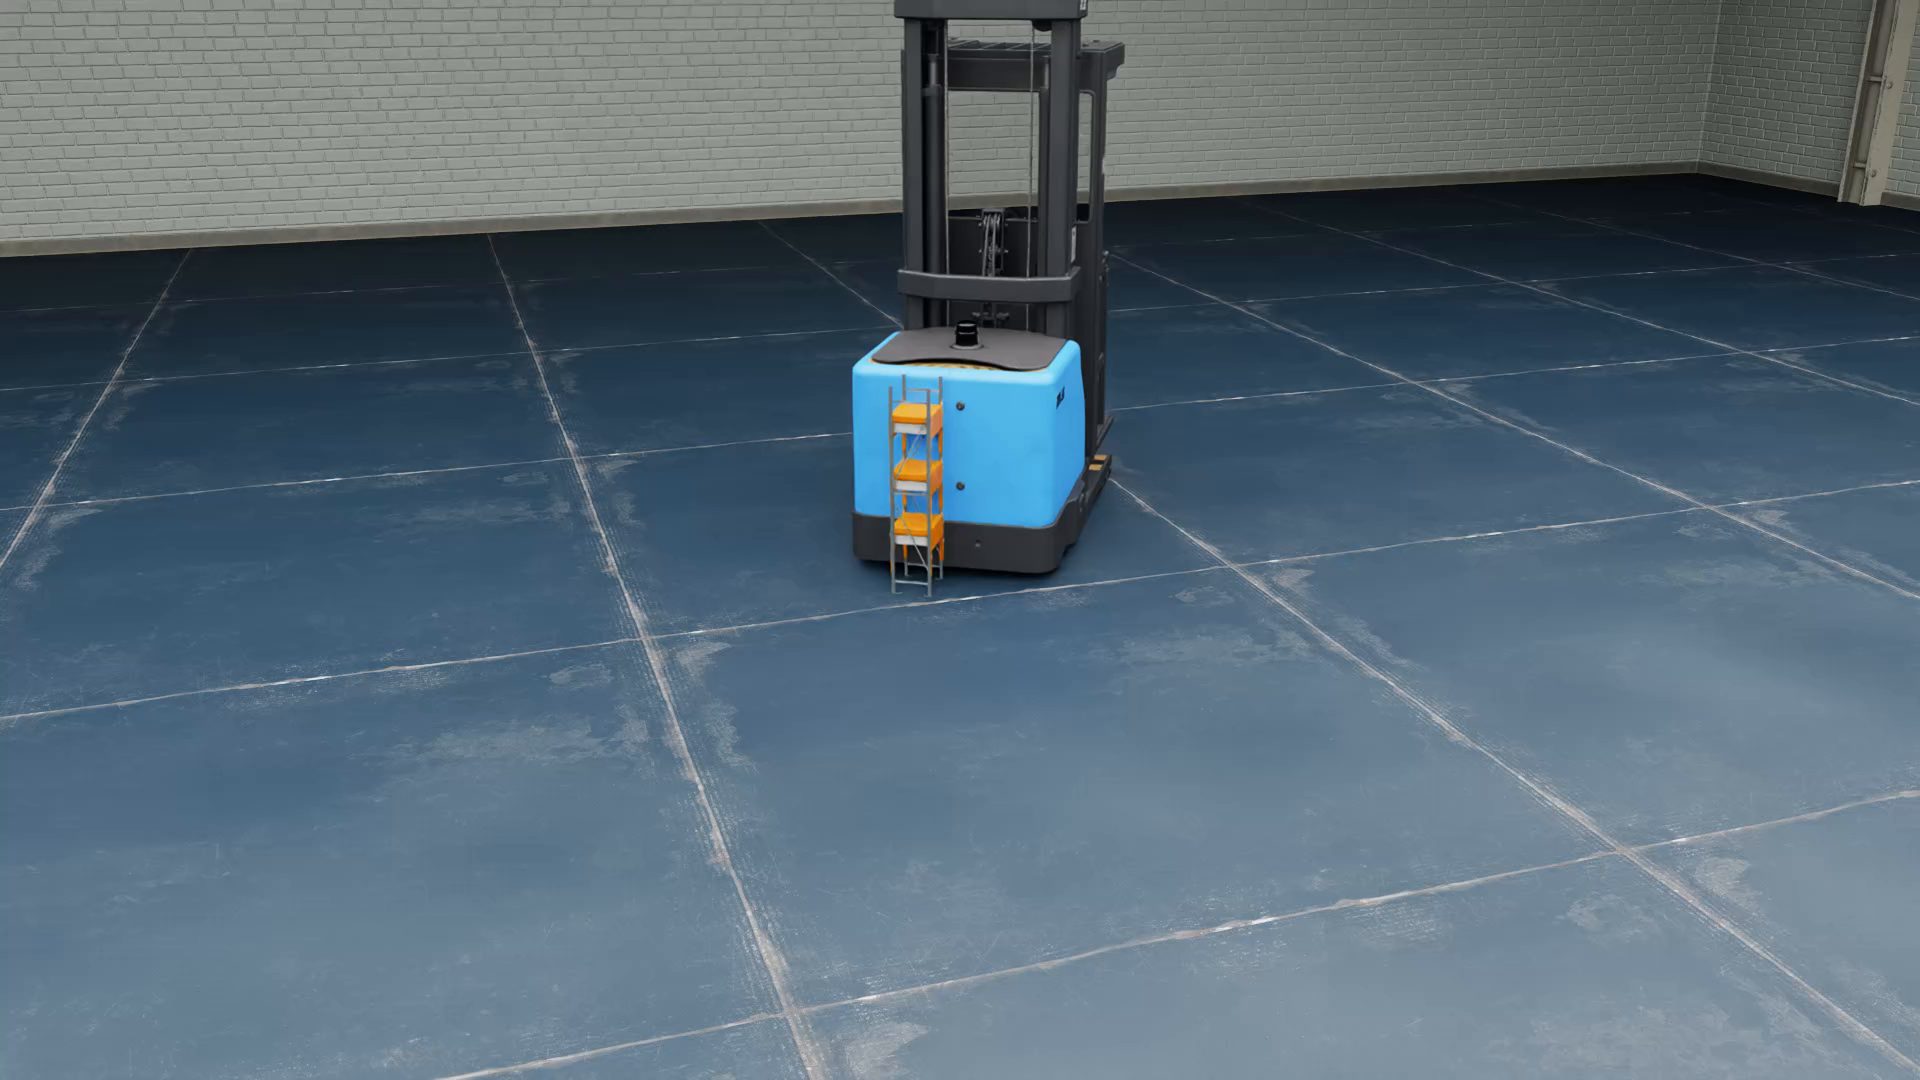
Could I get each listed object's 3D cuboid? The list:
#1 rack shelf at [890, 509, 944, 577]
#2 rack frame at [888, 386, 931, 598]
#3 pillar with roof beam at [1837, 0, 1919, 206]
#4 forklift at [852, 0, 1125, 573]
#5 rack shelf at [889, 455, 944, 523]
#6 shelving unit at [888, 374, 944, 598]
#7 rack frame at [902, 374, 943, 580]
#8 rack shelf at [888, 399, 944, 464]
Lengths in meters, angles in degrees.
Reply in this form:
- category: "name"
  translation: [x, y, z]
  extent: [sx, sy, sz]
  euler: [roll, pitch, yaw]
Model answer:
- category: "rack shelf"
  translation: [-0.210, 0.012, 8.183]
  extent: [0.215, 0.259, 0.240]
  euler: [4, 20, 12]
- category: "rack frame"
  translation: [-0.238, -0.219, 7.974]
  extent: [0.200, 1.050, 0.008]
  euler: [4, 20, 12]
- category: "pillar with roof beam"
  translation: [6.990, -7.932, 17.687]
  extent: [9.100, 9.000, 0.400]
  euler: [-6, 21, -17]
- category: "forklift"
  translation: [0.285, -1.677, 9.249]
  extent: [1.130, 2.935, 3.031]
  euler: [4, 20, 12]
- category: "rack shelf"
  translation: [-0.210, -0.250, 8.089]
  extent: [0.215, 0.259, 0.240]
  euler: [4, 20, 12]
- category: "shelving unit"
  translation: [-0.210, -0.259, 8.086]
  extent: [0.215, 1.050, 0.252]
  euler: [4, 20, 12]
- category: "rack frame"
  translation: [-0.183, -0.300, 8.198]
  extent: [0.200, 1.050, 0.008]
  euler: [4, 20, 12]
- category: "rack shelf"
  translation: [-0.210, -0.517, 7.994]
  extent: [0.215, 0.259, 0.240]
  euler: [4, 20, 12]
